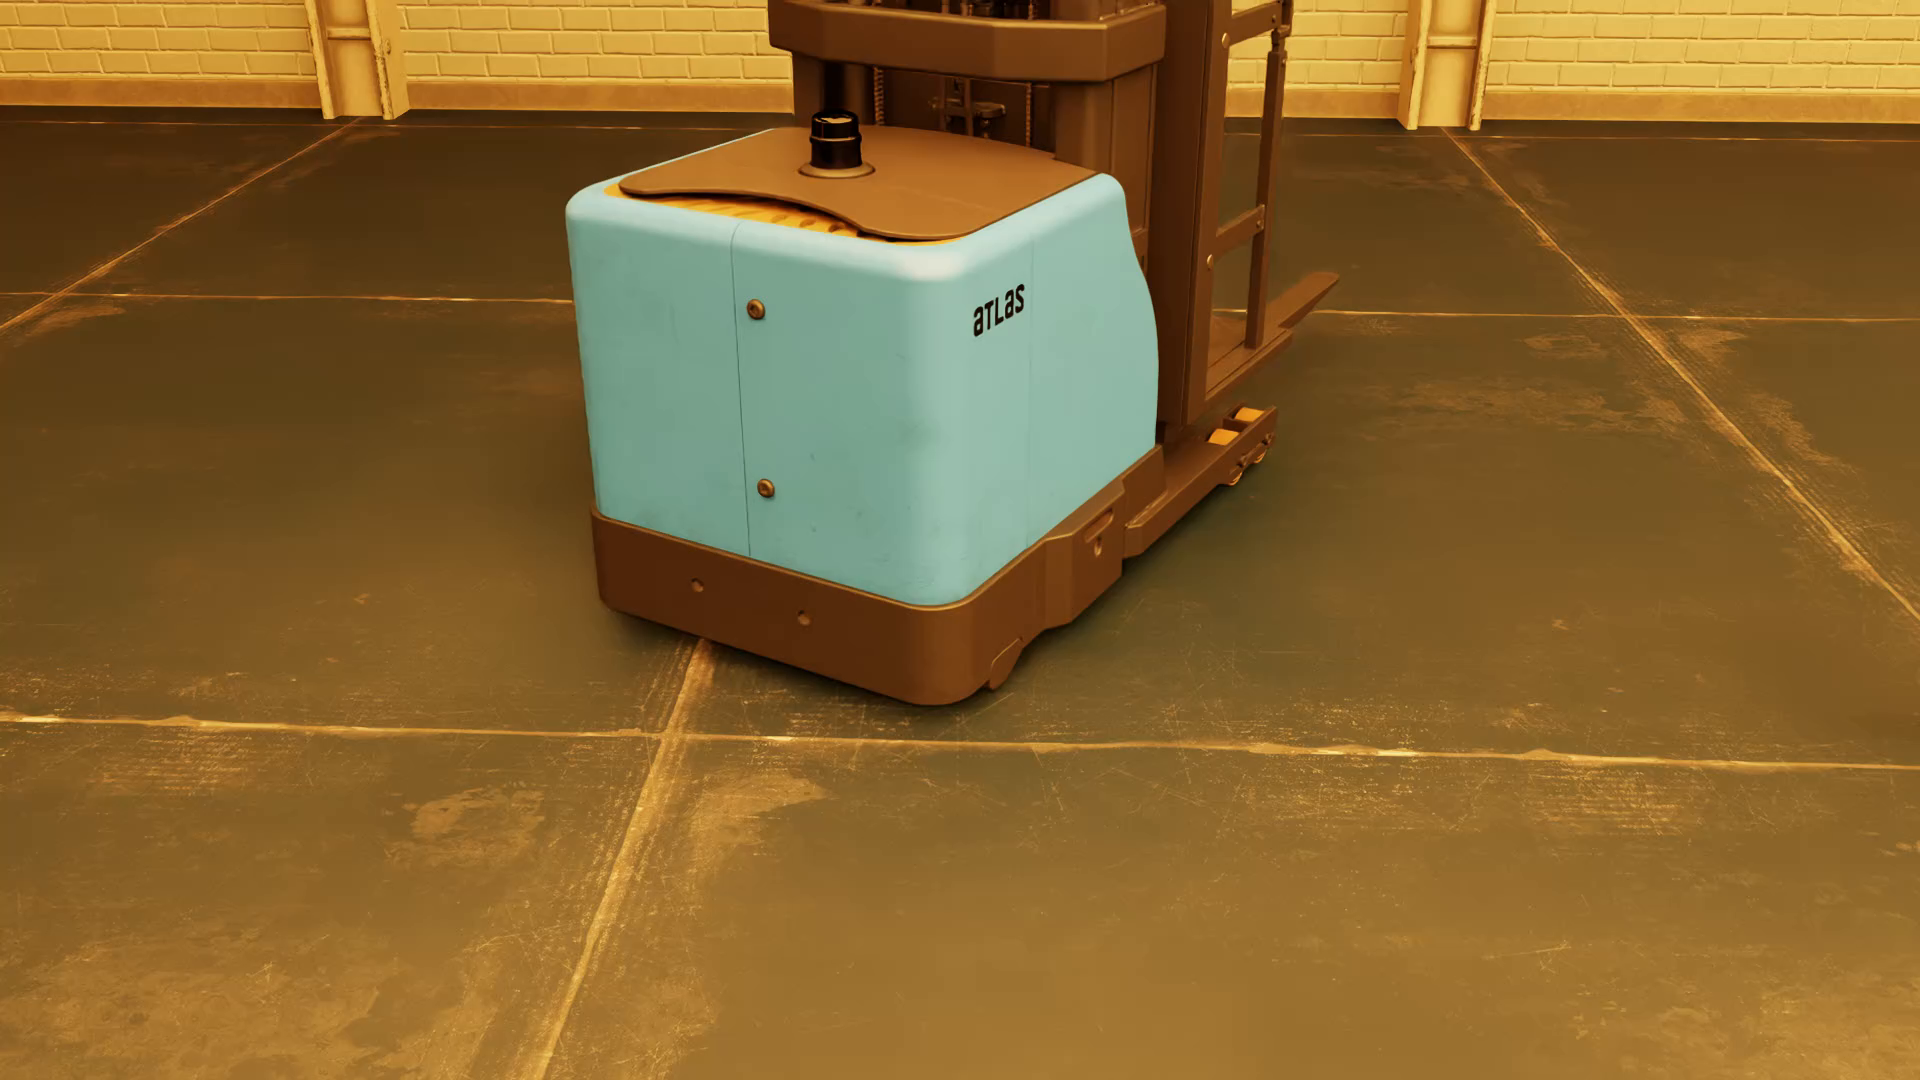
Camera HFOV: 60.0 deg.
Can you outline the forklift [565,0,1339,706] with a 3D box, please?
[{"bbox_3d":[0.296,-1.565,4.381,1.130,2.935,3.031,15,30,27],"label":"forklift"}]
